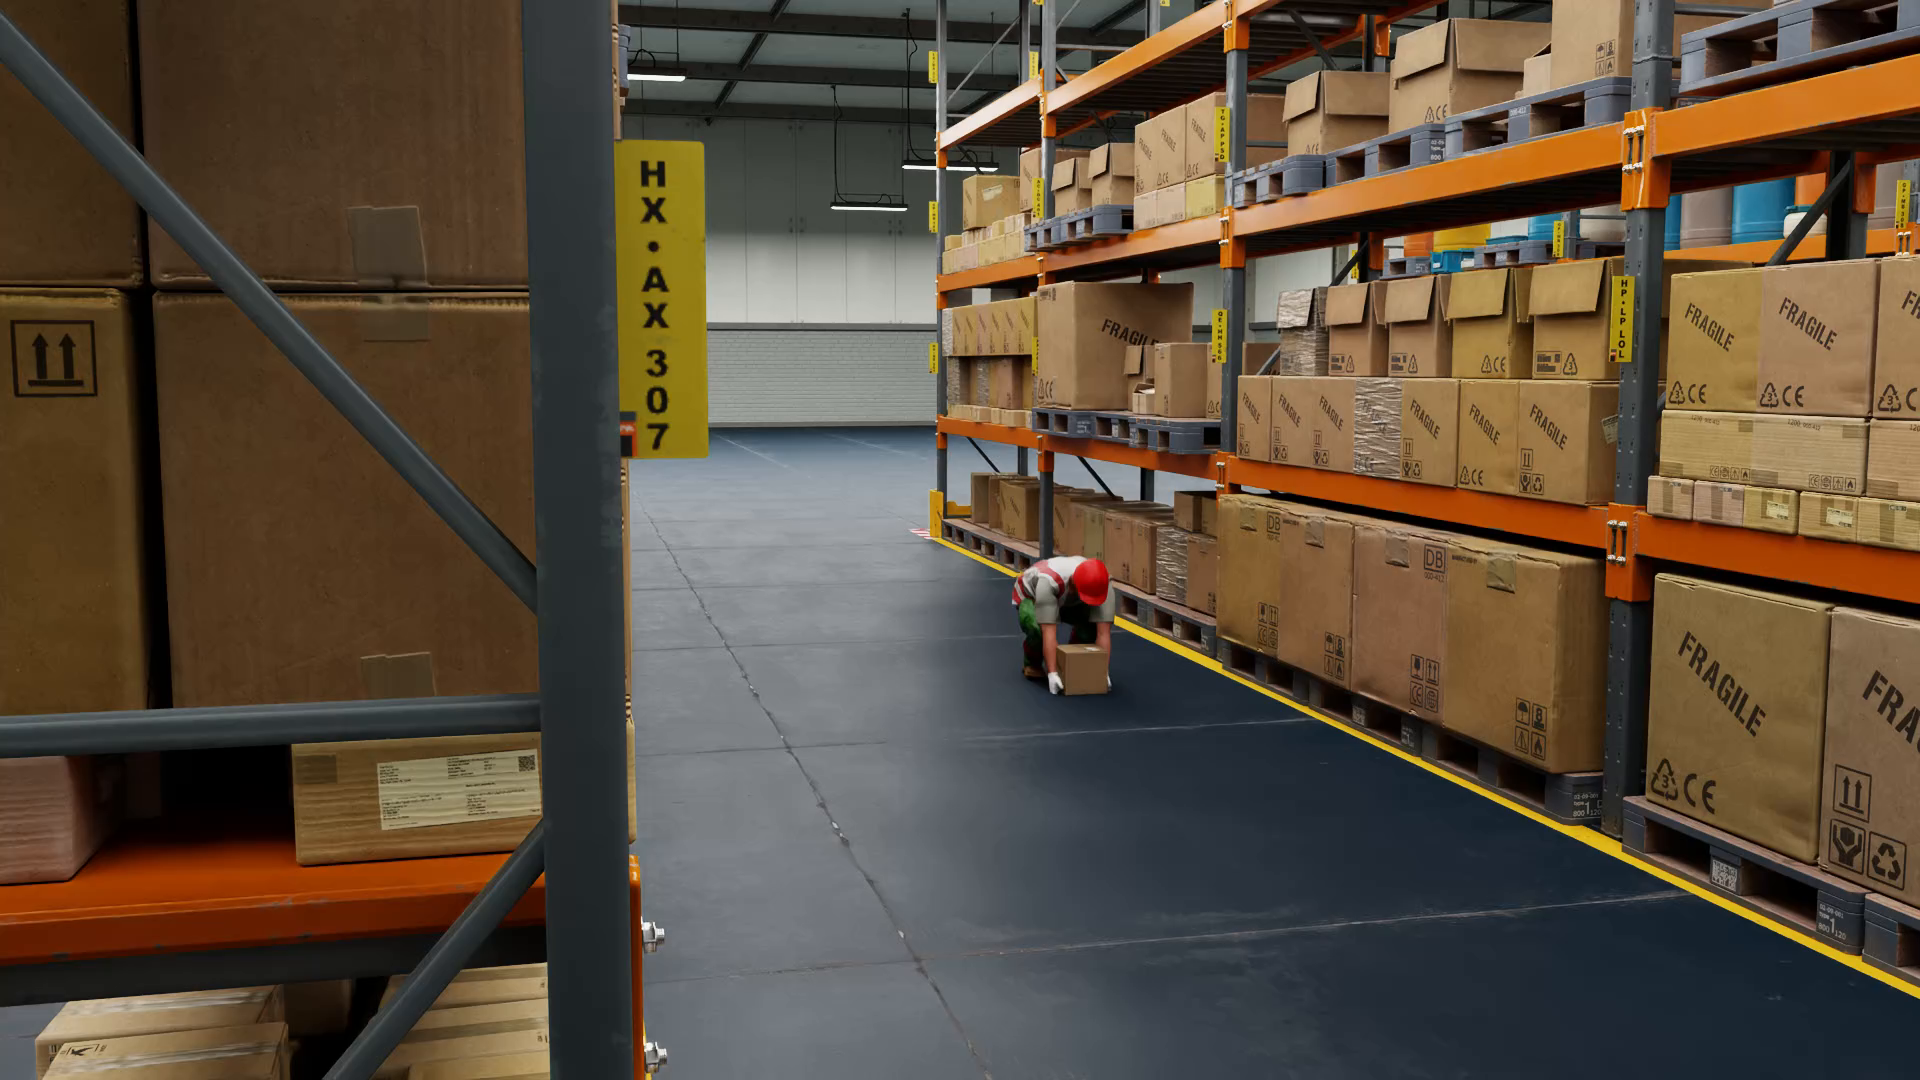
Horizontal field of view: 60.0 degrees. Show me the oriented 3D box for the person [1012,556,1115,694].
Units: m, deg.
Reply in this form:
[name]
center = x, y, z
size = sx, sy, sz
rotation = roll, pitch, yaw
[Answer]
[person]
center = 0.620, 0.487, 9.835
size = 0.531, 0.841, 0.939
rotation = -2, 6, -15
